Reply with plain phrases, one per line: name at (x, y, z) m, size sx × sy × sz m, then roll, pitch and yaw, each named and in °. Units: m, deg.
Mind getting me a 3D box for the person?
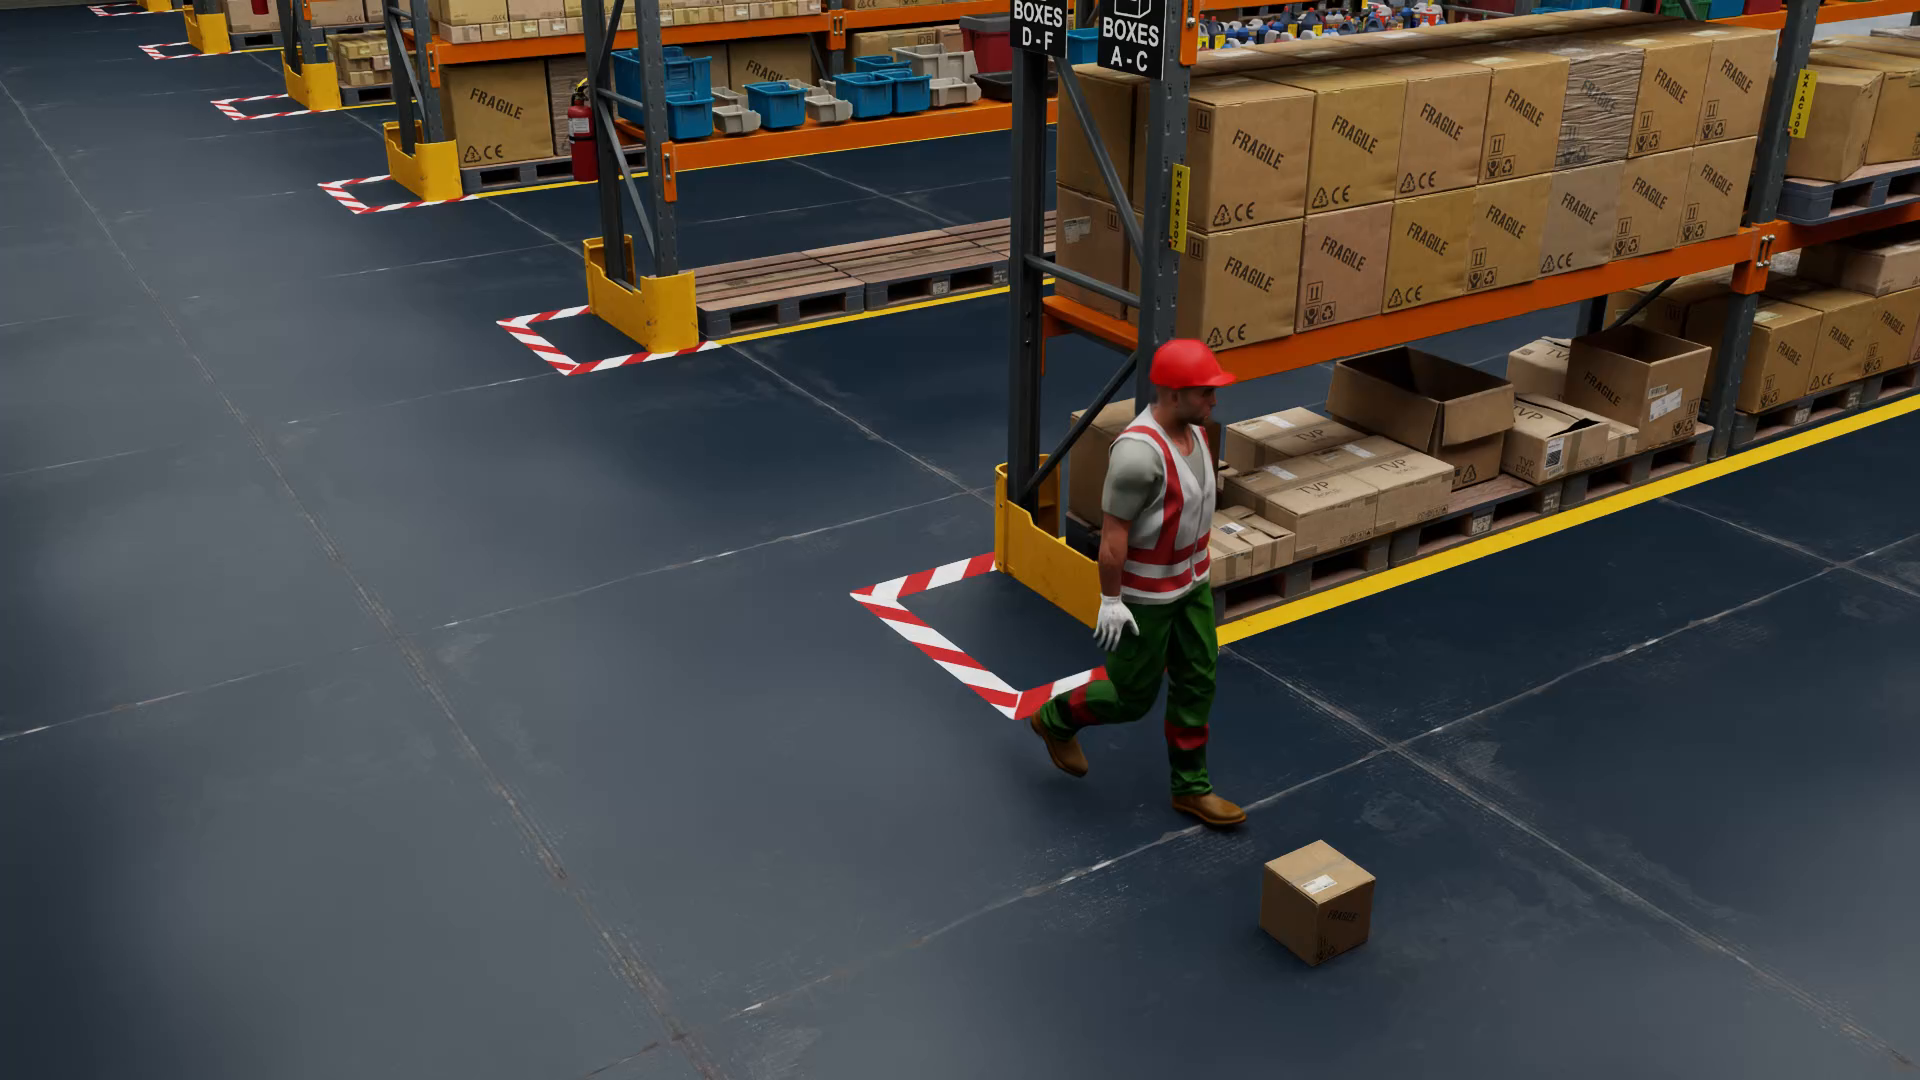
person at (0.647, 0.152, 5.758) m, size 0.835 × 1.777 × 0.581 m, roll 20°, pitch 31°, yaw 36°
